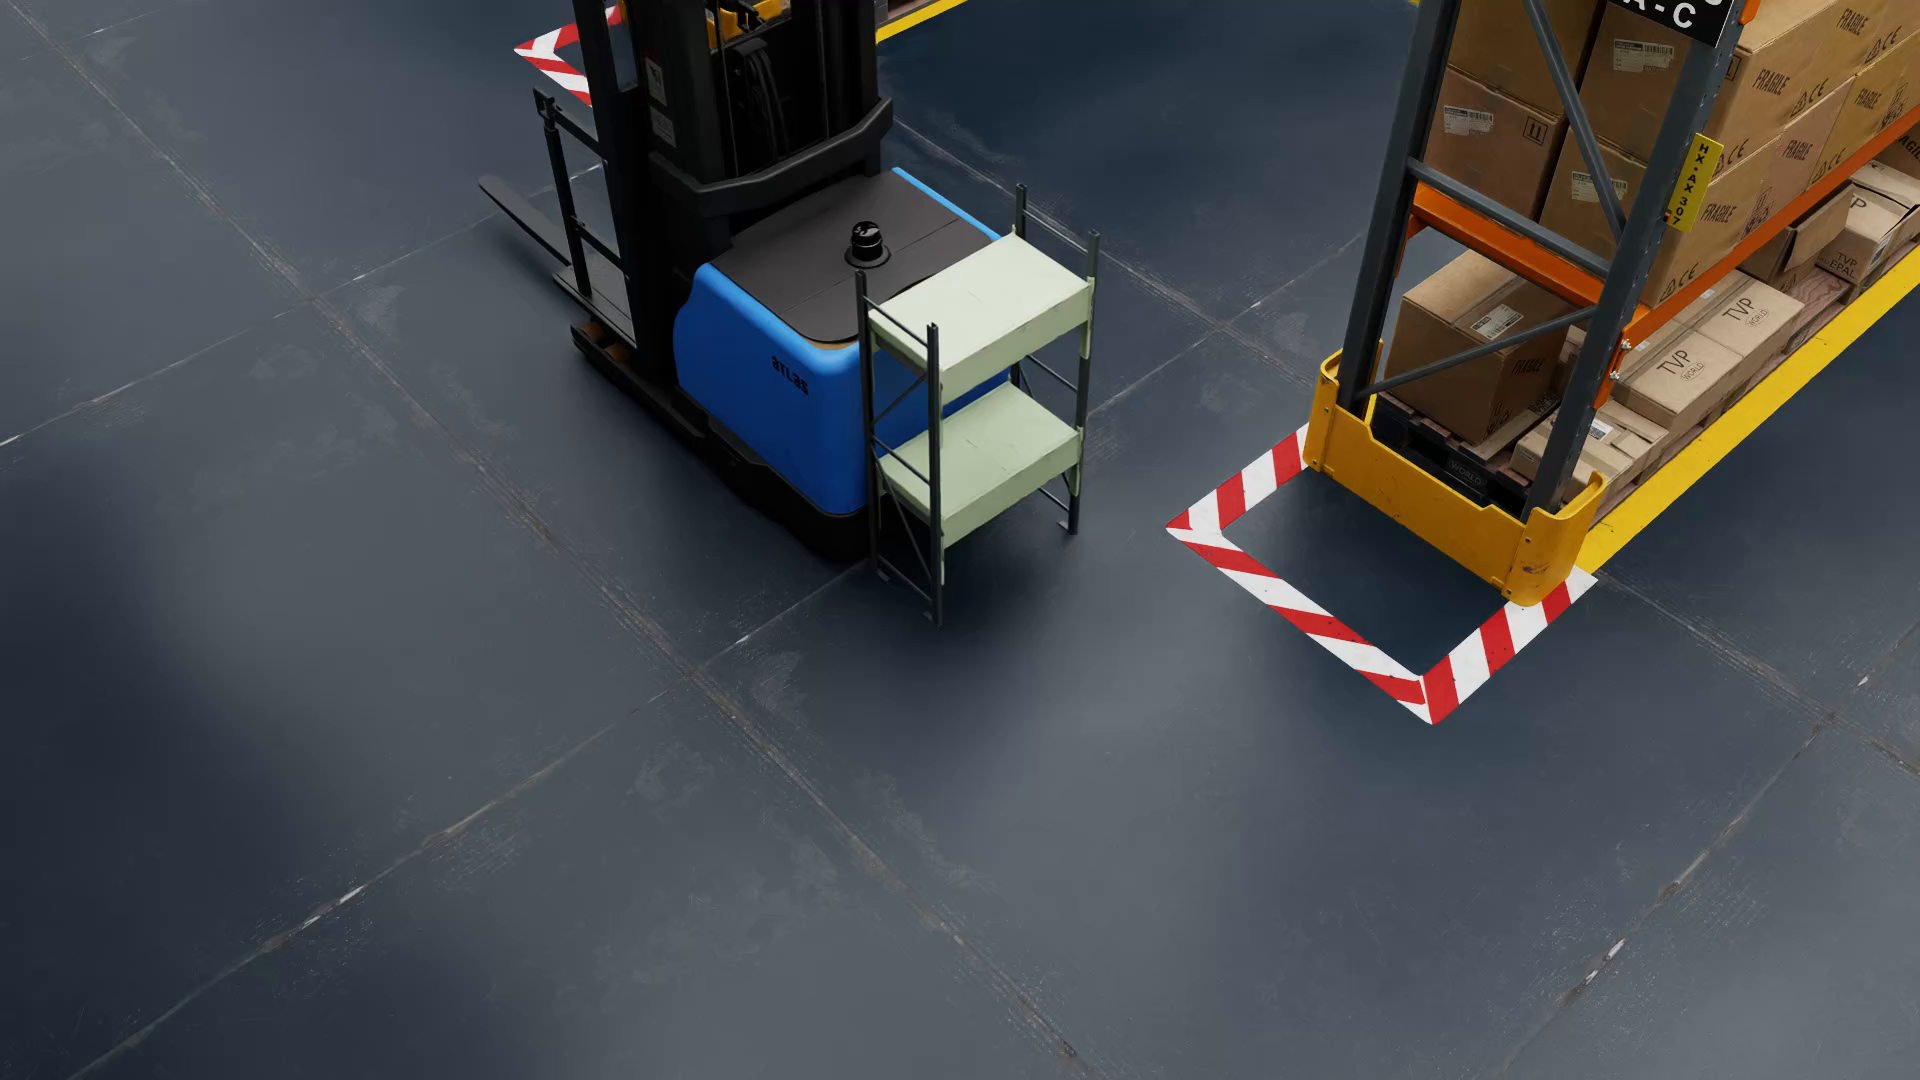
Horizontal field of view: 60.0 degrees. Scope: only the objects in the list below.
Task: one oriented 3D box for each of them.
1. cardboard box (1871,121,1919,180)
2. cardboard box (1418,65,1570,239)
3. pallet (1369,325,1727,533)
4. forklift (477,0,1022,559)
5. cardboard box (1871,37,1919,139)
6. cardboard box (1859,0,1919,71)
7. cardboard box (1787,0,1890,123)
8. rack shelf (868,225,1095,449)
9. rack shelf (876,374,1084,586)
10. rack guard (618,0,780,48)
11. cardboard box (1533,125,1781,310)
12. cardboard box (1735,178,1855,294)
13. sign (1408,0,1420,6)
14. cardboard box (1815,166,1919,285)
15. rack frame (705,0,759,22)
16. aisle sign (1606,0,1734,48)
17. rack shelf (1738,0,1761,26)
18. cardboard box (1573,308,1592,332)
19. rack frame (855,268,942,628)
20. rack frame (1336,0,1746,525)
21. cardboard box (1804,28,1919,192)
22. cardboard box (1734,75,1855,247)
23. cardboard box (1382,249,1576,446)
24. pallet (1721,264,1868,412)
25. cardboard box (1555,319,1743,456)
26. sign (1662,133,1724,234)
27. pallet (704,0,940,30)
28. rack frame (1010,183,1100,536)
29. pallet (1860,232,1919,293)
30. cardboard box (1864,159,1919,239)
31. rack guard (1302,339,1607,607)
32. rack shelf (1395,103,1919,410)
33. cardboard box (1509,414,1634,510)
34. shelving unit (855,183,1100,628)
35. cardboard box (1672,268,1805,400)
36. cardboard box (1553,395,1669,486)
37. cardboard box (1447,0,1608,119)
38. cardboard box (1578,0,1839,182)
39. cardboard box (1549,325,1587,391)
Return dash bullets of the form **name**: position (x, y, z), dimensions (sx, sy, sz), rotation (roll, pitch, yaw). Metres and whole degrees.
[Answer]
- **cardboard box**: position (4.622, -1.943, 7.904), dimensions (0.500, 0.500, 0.500), rotation (-34, 56, -27)
- **cardboard box**: position (2.041, -1.504, 6.028), dimensions (0.500, 0.500, 0.500), rotation (-32, 55, -26)
- **pallet**: position (2.538, -0.587, 7.148), dimensions (1.213, 0.211, 1.003), rotation (-34, 56, -27)
- **forklift**: position (-1.088, -1.925, 6.532), dimensions (1.130, 2.935, 3.031), rotation (-33, 55, -27)
- **cardboard box**: position (3.521, -1.961, 6.450), dimensions (0.500, 0.500, 0.500), rotation (-33, 55, -27)
- **cardboard box**: position (3.154, -2.056, 5.858), dimensions (0.500, 0.500, 0.500), rotation (-33, 55, -27)
- **cardboard box**: position (2.780, -1.812, 5.632), dimensions (0.500, 0.500, 0.500), rotation (-33, 55, -27)
- **rack shelf**: position (0.064, -0.725, 5.868), dimensions (0.720, 0.370, 0.431), rotation (-33, 55, -27)
- **rack shelf**: position (0.064, -0.240, 6.394), dimensions (0.720, 0.370, 0.431), rotation (-33, 55, -27)
- **rack guard**: position (-1.446, -2.929, 9.112), dimensions (0.348, 0.500, 1.175), rotation (-34, 56, -27)
- **cardboard box**: position (2.399, -1.210, 5.758), dimensions (0.500, 0.500, 0.500), rotation (-33, 55, -26)
- **cardboard box**: position (3.466, -1.449, 7.445), dimensions (0.637, 0.503, 0.797), rotation (-34, 56, -27)
- **sign**: position (1.534, -1.912, 5.470), dimensions (0.005, 0.325, 0.100), rotation (-34, 56, -27)
- **cardboard box**: position (4.067, -1.509, 7.631), dimensions (0.500, 0.311, 0.500), rotation (-34, 56, -27)
- **rack frame**: position (-1.437, -3.796, 8.211), dimensions (0.127, 3.000, 1.000), rotation (-34, 56, -27)
- **aisle sign**: position (2.040, -1.788, 4.590), dimensions (0.004, 0.787, 0.394), rotation (-34, 56, -27)
- **rack shelf**: position (3.373, -2.862, 5.799), dimensions (4.000, 0.370, 1.077), rotation (-34, 56, -27)
- **cardboard box**: position (2.852, -1.173, 7.363), dimensions (0.500, 0.250, 0.500), rotation (-34, 56, -27)
- **rack frame**: position (-0.210, -0.282, 5.990), dimensions (0.023, 1.500, 0.400), rotation (-33, 55, -27)
- **rack frame**: position (1.893, -1.100, 5.724), dimensions (0.127, 3.000, 1.000), rotation (-34, 56, -27)
- **cardboard box**: position (3.150, -1.715, 6.223), dimensions (0.500, 0.500, 0.500), rotation (-34, 56, -27)
- **cardboard box**: position (2.777, -1.468, 5.996), dimensions (0.500, 0.500, 0.500), rotation (-34, 56, -27)
- **cardboard box**: position (2.129, -0.804, 6.853), dimensions (0.500, 0.500, 0.500), rotation (-34, 56, -27)
- **pallet**: position (3.441, -1.187, 7.702), dimensions (1.213, 0.211, 1.003), rotation (-34, 56, -27)
- **cardboard box**: position (2.856, -0.679, 6.907), dimensions (0.500, 0.250, 0.500), rotation (-34, 56, -27)
- **sign**: position (2.258, -1.099, 5.134), dimensions (0.005, 0.325, 0.100), rotation (-34, 56, -27)
- **pallet**: position (-0.800, -3.237, 9.593), dimensions (1.213, 0.211, 1.003), rotation (-34, 56, -27)
- **rack frame**: position (0.338, -0.640, 6.320), dimensions (0.023, 1.500, 0.400), rotation (-33, 55, -27)
- **pallet**: position (4.344, -1.793, 8.261), dimensions (1.213, 0.211, 1.003), rotation (-34, 56, -27)
- **cardboard box**: position (4.385, -1.606, 7.832), dimensions (0.250, 0.149, 0.380), rotation (-34, 56, -27)
- **rack guard**: position (1.949, -0.290, 6.677), dimensions (0.348, 0.500, 1.175), rotation (-34, 56, -27)
- **rack shelf**: position (3.373, -1.845, 6.901), dimensions (4.000, 0.370, 1.077), rotation (-34, 56, -27)
- **cardboard box**: position (2.434, -0.303, 6.629), dimensions (0.250, 0.149, 0.380), rotation (-34, 56, -27)
- **shelving unit**: position (0.064, -0.461, 6.155), dimensions (0.755, 1.500, 0.431), rotation (-33, 55, -27)
- **cardboard box**: position (3.226, -0.926, 7.135), dimensions (0.500, 0.250, 0.500), rotation (-34, 56, -27)
- **cardboard box**: position (2.619, -0.432, 6.736), dimensions (0.250, 0.166, 0.380), rotation (-34, 56, -27)
- **cardboard box**: position (2.037, -1.843, 5.661), dimensions (0.500, 0.500, 0.500), rotation (-34, 56, -27)
- **cardboard box**: position (2.399, -1.549, 5.390), dimensions (0.500, 0.500, 0.500), rotation (-32, 55, -26)
- **cardboard box**: position (2.490, -0.843, 7.115), dimensions (0.250, 0.166, 0.380), rotation (-34, 56, -27)
